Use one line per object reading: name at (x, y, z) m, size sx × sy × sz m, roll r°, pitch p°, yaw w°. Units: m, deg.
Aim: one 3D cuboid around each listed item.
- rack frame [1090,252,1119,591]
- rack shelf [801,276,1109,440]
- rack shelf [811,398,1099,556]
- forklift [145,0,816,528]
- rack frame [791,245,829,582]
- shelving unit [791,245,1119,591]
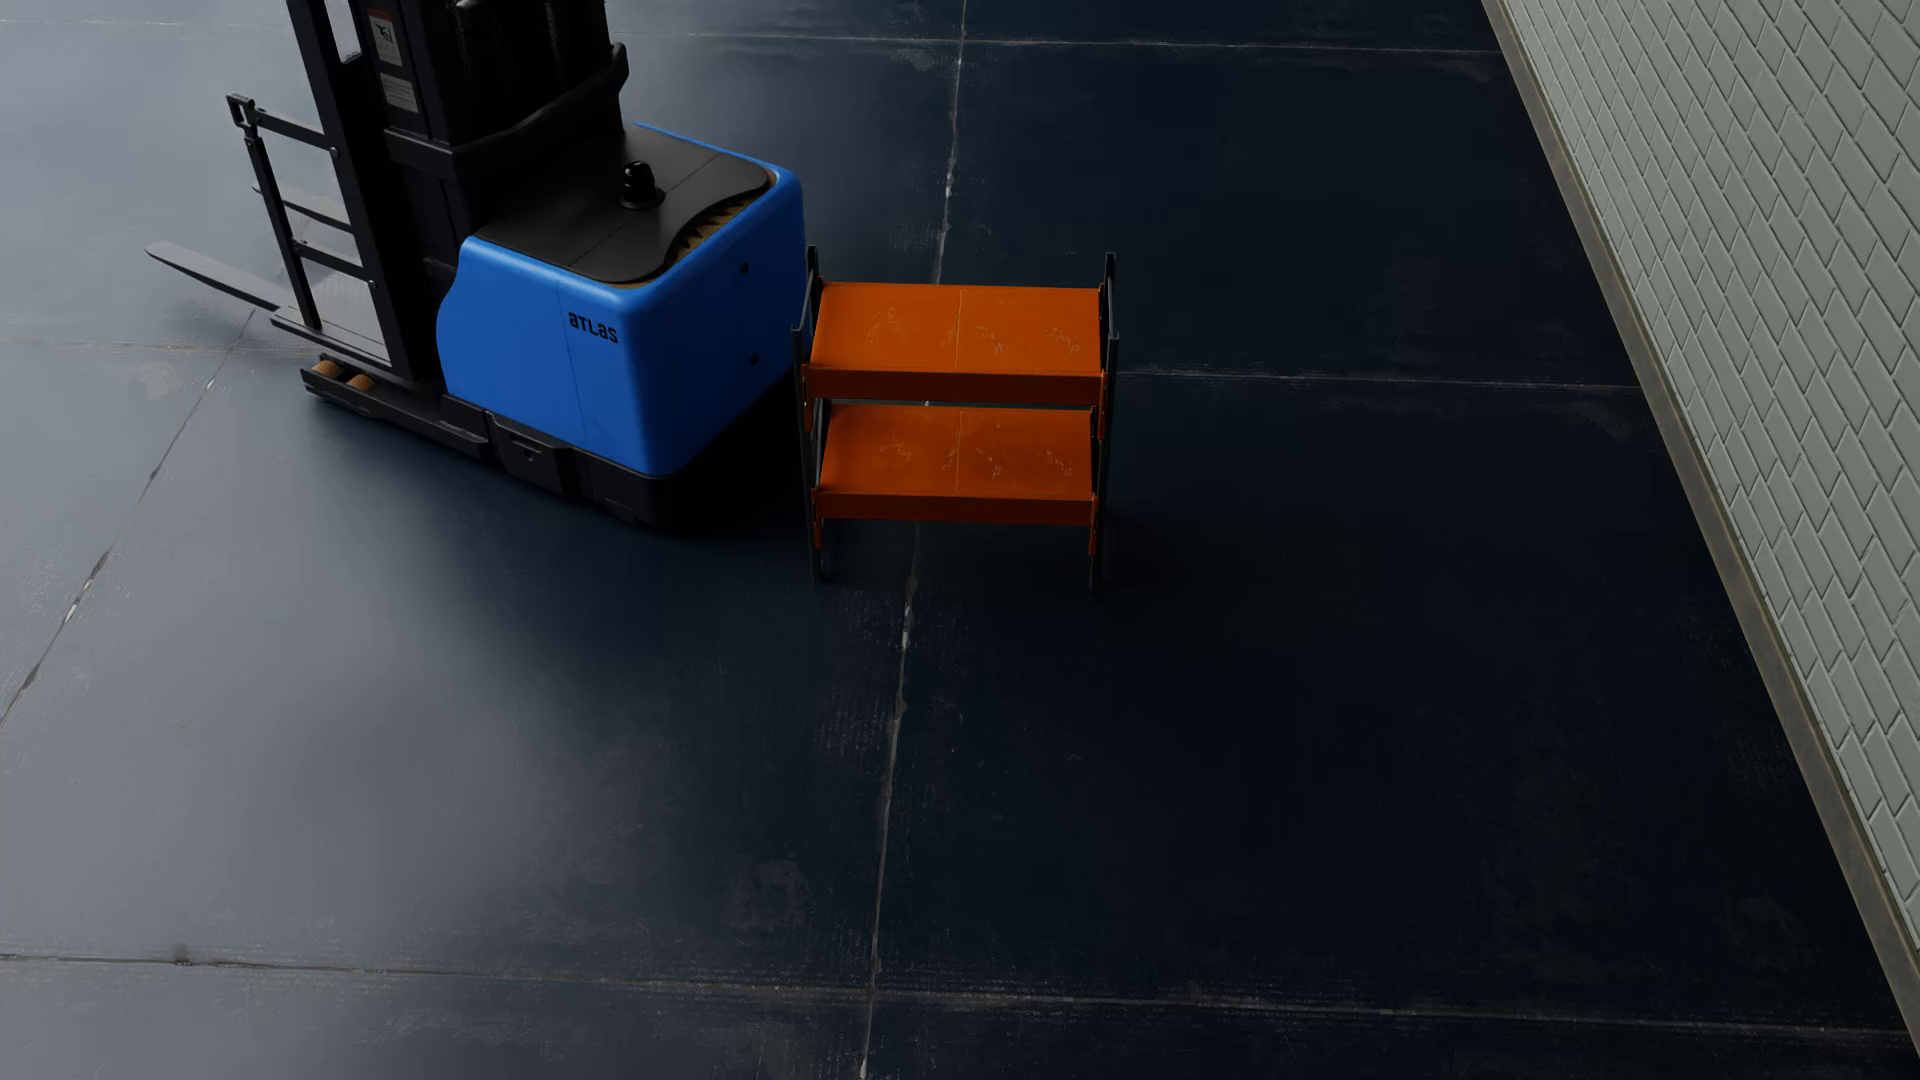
rack frame at (0.501, -0.396, 5.850) m, size 0.032 × 1.125 × 0.500 m, roll 2°, pitch 43°, yaw 2°
rack shelf at (-0.007, -0.626, 5.667) m, size 1.000 × 0.278 × 0.538 m, roll 2°, pitch 43°, yaw 2°
rack shelf at (-0.007, -0.233, 6.033) m, size 1.000 × 0.278 × 0.538 m, roll 2°, pitch 43°, yaw 2°
forklift at (-2.104, -1.867, 6.104) m, size 3.031 × 2.935 × 1.130 m, roll 22°, pitch 47°, yaw 22°
rack frame at (-0.515, -0.427, 5.884) m, size 0.032 × 1.125 × 0.500 m, roll 2°, pitch 43°, yaw 2°
shelving unit at (-0.007, -0.412, 5.867) m, size 1.048 × 1.125 × 0.538 m, roll 2°, pitch 43°, yaw 2°
